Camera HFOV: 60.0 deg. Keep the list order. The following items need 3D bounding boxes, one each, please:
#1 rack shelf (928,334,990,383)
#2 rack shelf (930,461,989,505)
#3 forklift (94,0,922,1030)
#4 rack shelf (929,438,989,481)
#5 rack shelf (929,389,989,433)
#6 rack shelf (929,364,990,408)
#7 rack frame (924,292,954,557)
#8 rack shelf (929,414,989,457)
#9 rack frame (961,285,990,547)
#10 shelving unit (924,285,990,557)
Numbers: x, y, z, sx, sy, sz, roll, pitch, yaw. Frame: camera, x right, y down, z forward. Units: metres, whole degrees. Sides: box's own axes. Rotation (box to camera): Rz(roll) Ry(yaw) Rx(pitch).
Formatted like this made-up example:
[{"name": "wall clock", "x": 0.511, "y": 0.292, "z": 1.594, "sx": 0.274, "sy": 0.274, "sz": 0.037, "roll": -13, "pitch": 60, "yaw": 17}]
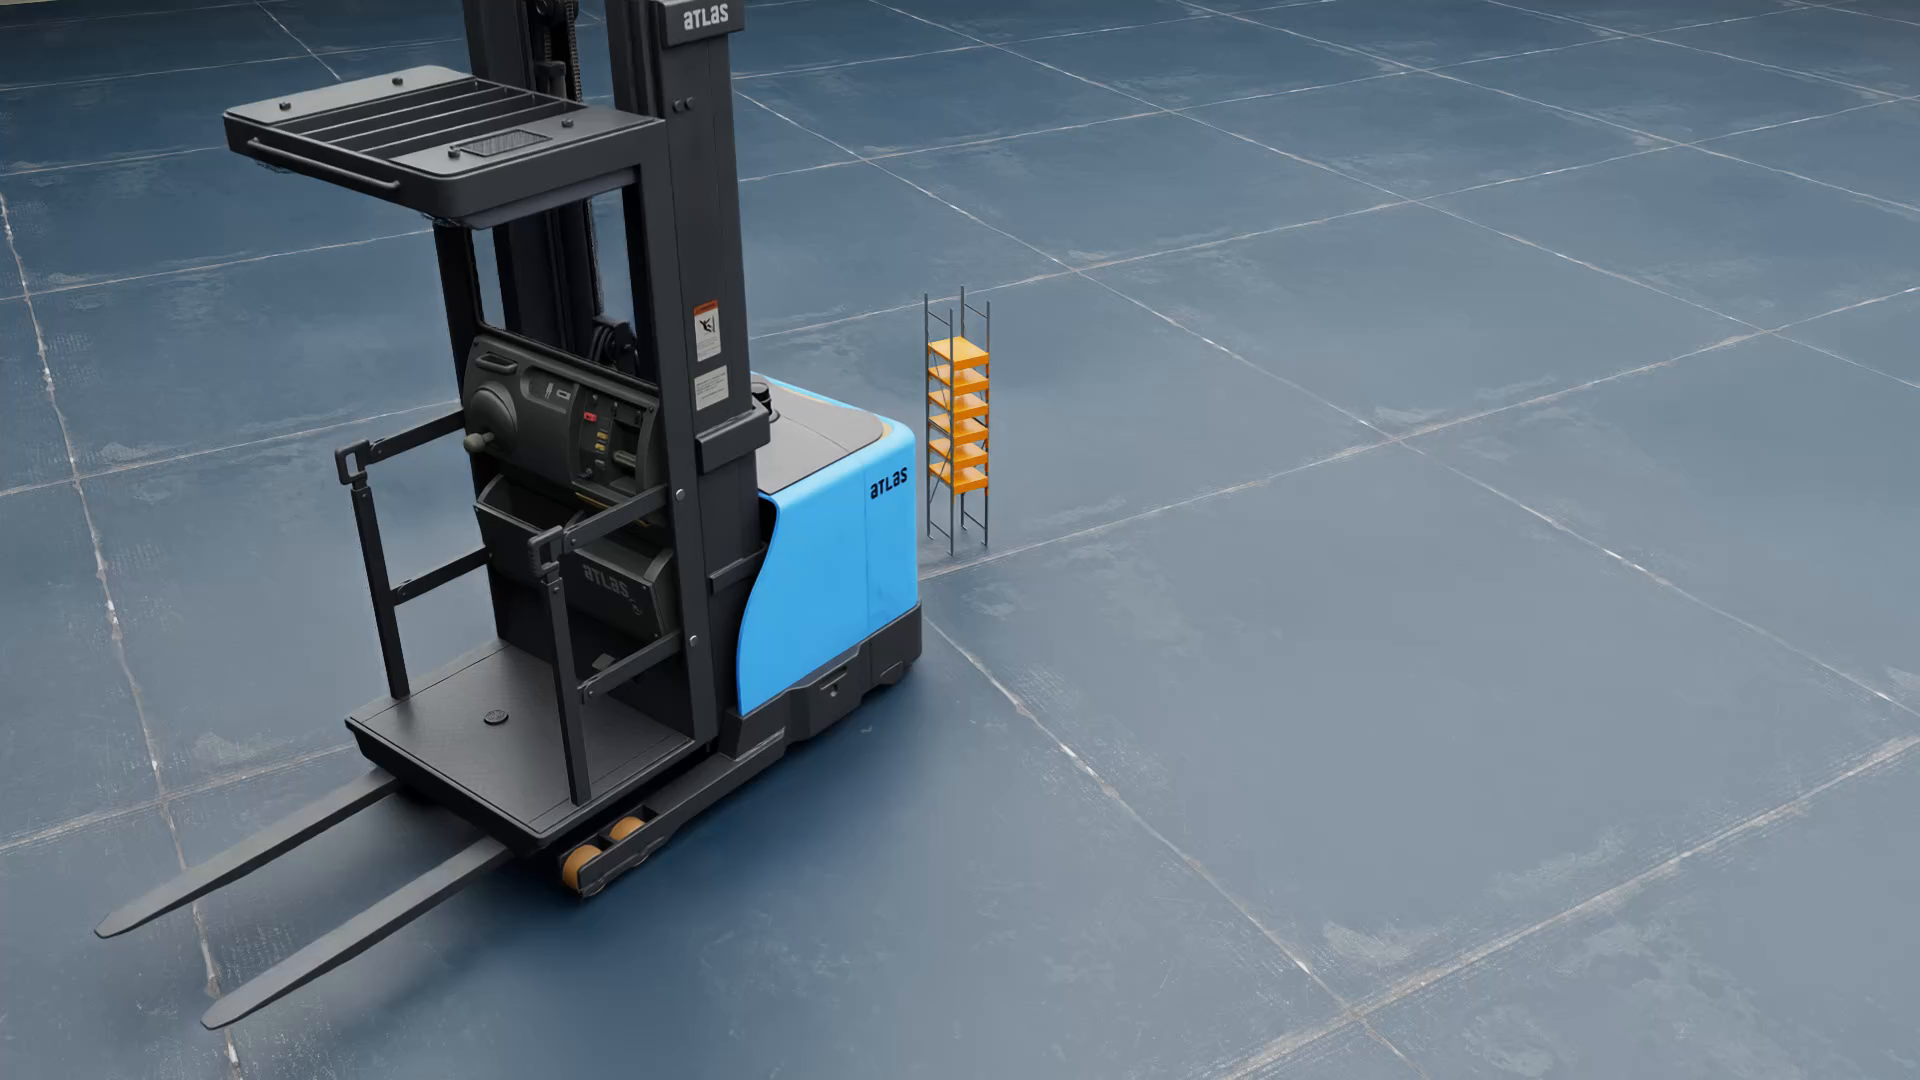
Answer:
[{"name": "rack shelf", "x": -0.012, "y": -0.798, "z": 7.301, "sx": 0.180, "sy": 0.103, "sz": 0.258, "roll": -16, "pitch": 33, "yaw": -26}, {"name": "rack shelf", "x": -0.012, "y": -0.273, "z": 7.591, "sx": 0.180, "sy": 0.103, "sz": 0.258, "roll": -16, "pitch": 33, "yaw": -26}, {"name": "forklift", "x": -1.464, "y": -0.361, "z": 5.371, "sx": 1.130, "sy": 2.935, "sz": 3.031, "roll": 21, "pitch": 35, "yaw": 33}, {"name": "rack shelf", "x": -0.012, "y": -0.378, "z": 7.533, "sx": 0.180, "sy": 0.103, "sz": 0.258, "roll": -16, "pitch": 33, "yaw": -26}, {"name": "rack shelf", "x": -0.012, "y": -0.588, "z": 7.417, "sx": 0.180, "sy": 0.103, "sz": 0.258, "roll": -16, "pitch": 33, "yaw": -26}, {"name": "rack shelf", "x": -0.012, "y": -0.693, "z": 7.359, "sx": 0.180, "sy": 0.103, "sz": 0.258, "roll": -16, "pitch": 33, "yaw": -26}, {"name": "rack frame", "x": -0.091, "y": -0.499, "z": 7.413, "sx": 0.006, "sy": 1.200, "sz": 0.240, "roll": -16, "pitch": 33, "yaw": -26}, {"name": "rack shelf", "x": -0.012, "y": -0.483, "z": 7.475, "sx": 0.180, "sy": 0.103, "sz": 0.258, "roll": -16, "pitch": 33, "yaw": -26}, {"name": "rack frame", "x": 0.066, "y": -0.544, "z": 7.494, "sx": 0.006, "sy": 1.200, "sz": 0.240, "roll": -16, "pitch": 33, "yaw": -26}, {"name": "shelving unit", "x": -0.012, "y": -0.522, "z": 7.454, "sx": 0.189, "sy": 1.200, "sz": 0.258, "roll": -16, "pitch": 33, "yaw": -26}]
